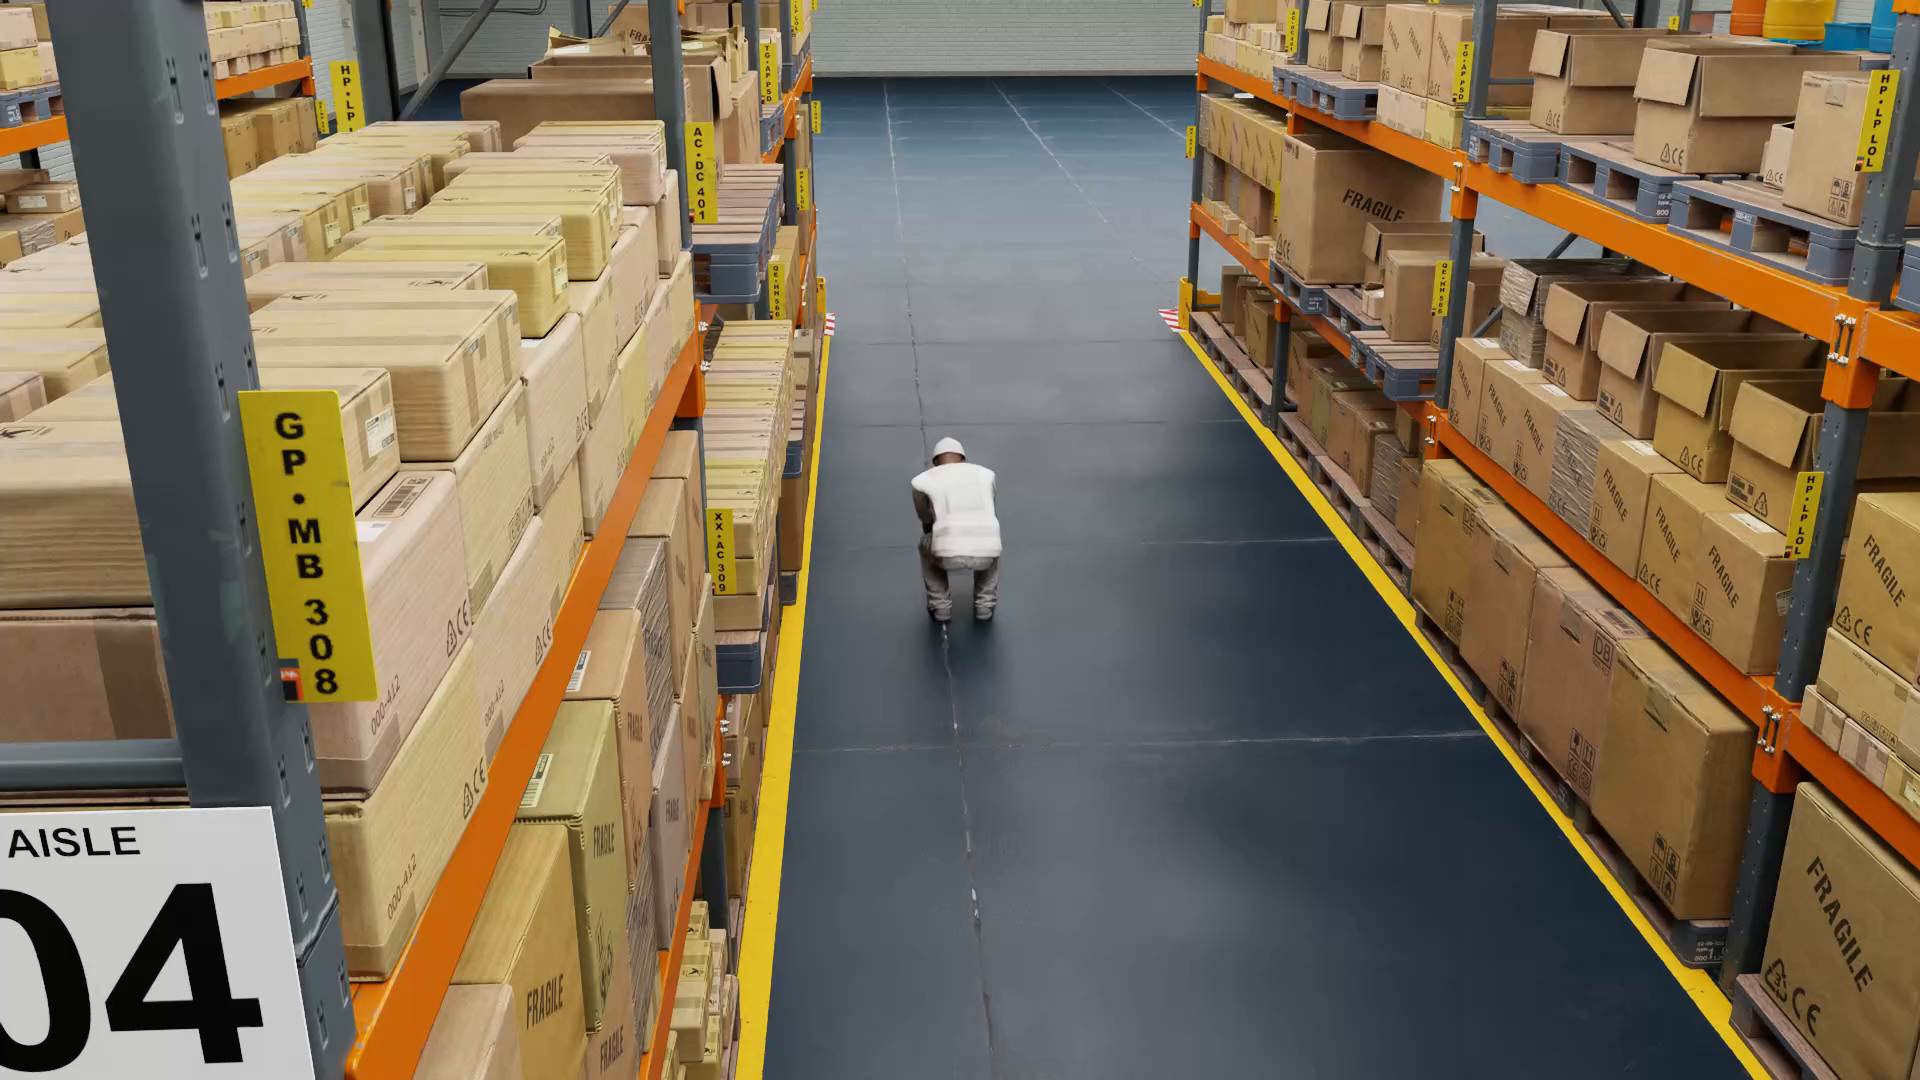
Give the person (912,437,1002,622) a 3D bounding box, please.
[{"bbox_3d":[-0.018,-0.059,10.349,0.555,1.003,0.920,-2,20,-4],"label":"person"}]
